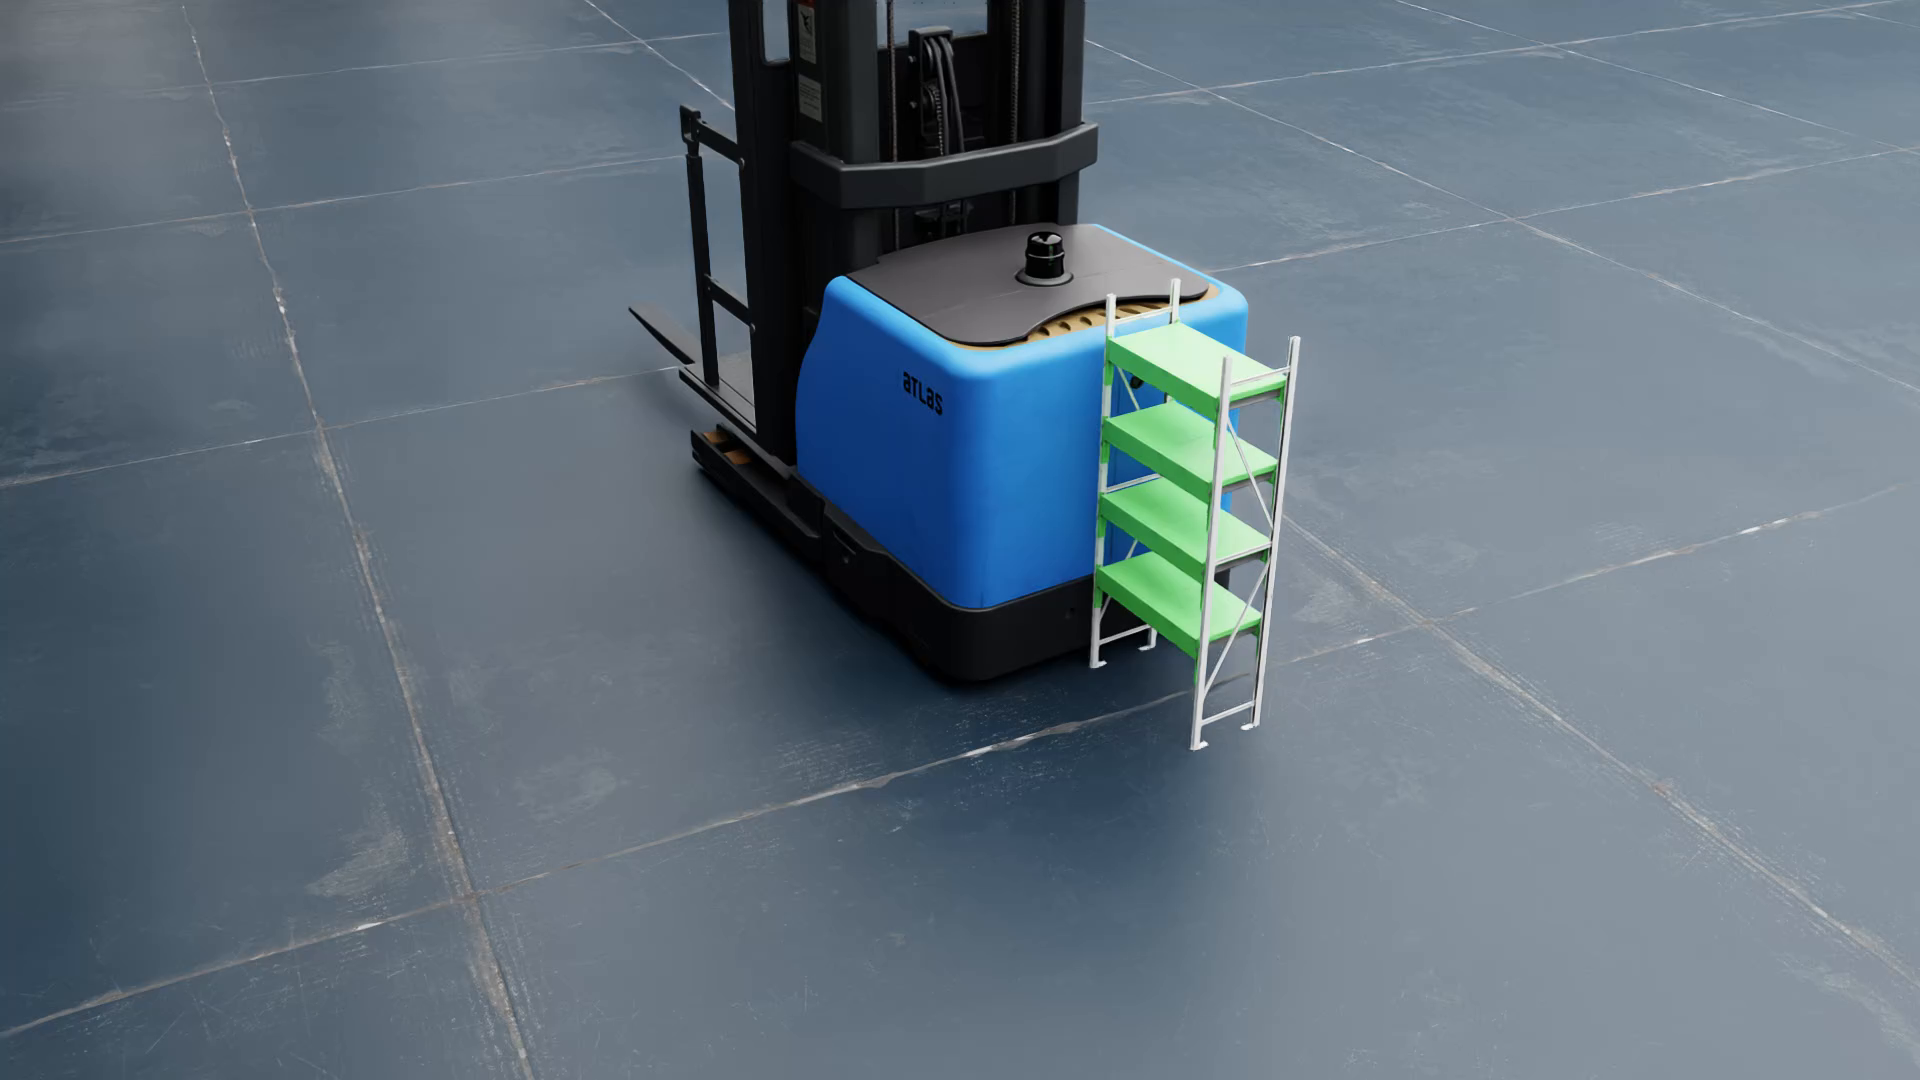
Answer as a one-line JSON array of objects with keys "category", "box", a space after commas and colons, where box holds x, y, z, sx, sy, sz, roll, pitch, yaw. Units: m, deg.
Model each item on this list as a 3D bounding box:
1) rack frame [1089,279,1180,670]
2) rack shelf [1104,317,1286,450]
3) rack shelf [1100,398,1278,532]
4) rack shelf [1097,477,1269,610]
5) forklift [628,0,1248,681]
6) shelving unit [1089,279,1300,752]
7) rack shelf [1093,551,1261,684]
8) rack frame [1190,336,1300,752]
[{"category": "rack frame", "box": [0.500, -0.163, 4.815, 0.240, 1.200, 0.015, -17, 33, -27]}, {"category": "rack shelf", "box": [0.628, -0.425, 4.430, 0.258, 0.148, 0.480, -17, 33, -27]}, {"category": "rack shelf", "box": [0.628, -0.215, 4.547, 0.258, 0.148, 0.480, -17, 33, -27]}, {"category": "rack shelf", "box": [0.628, -0.006, 4.665, 0.258, 0.148, 0.480, -17, 33, -27]}, {"category": "forklift", "box": [-0.339, -1.548, 5.514, 1.130, 2.935, 3.031, -17, 33, -27]}, {"category": "shelving unit", "box": [0.628, -0.062, 4.633, 0.258, 1.200, 0.503, -17, 33, -27]}, {"category": "rack shelf", "box": [0.628, 0.203, 4.782, 0.258, 0.148, 0.480, -17, 33, -27]}, {"category": "rack frame", "box": [0.755, 0.040, 4.452, 0.240, 1.200, 0.015, -17, 33, -27]}]
